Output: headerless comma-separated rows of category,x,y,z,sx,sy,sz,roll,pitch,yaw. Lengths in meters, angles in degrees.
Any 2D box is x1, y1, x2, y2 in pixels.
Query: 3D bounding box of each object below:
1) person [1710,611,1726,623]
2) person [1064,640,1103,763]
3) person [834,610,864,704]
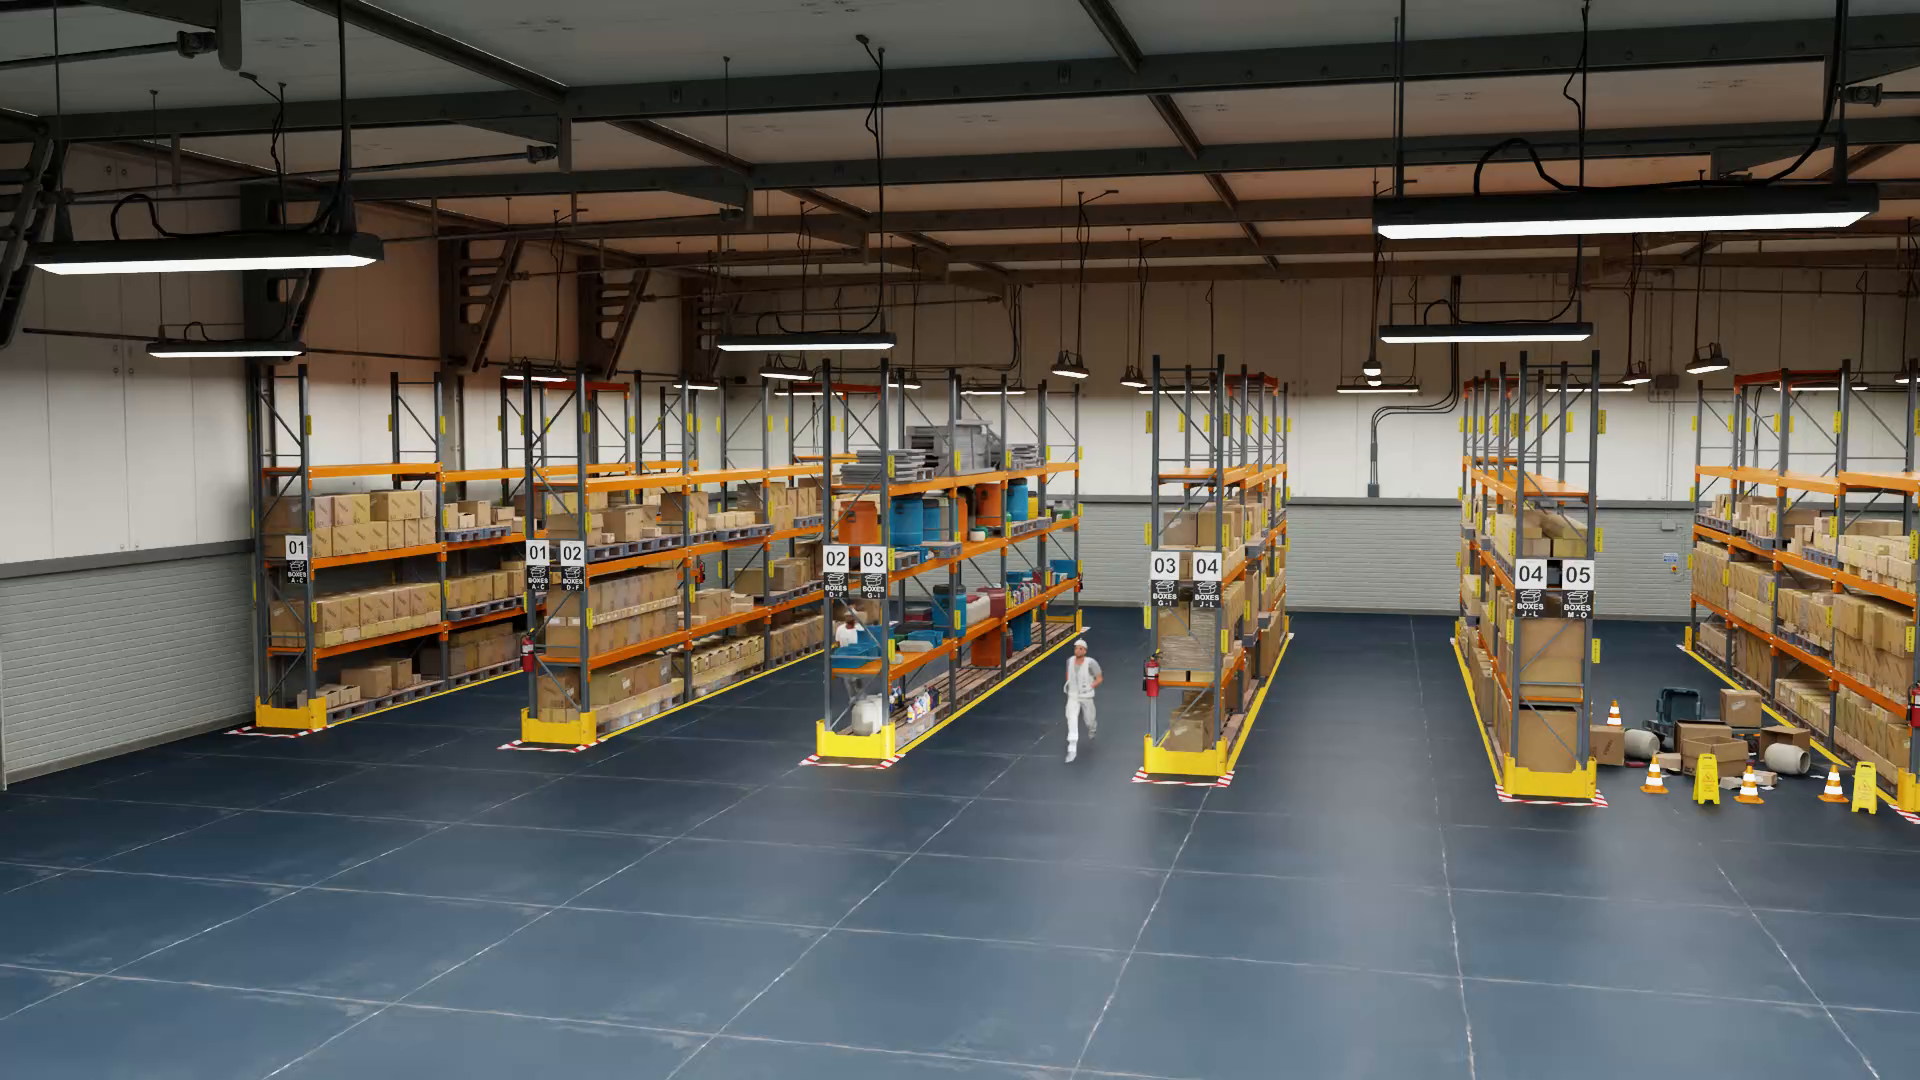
person,17.421,1.577,38.075,0.619,1.636,0.620,4,5,42
person,1.856,2.390,25.137,0.625,1.782,1.169,1,4,18
person,-1.948,2.088,29.677,0.674,1.721,0.569,1,4,18
